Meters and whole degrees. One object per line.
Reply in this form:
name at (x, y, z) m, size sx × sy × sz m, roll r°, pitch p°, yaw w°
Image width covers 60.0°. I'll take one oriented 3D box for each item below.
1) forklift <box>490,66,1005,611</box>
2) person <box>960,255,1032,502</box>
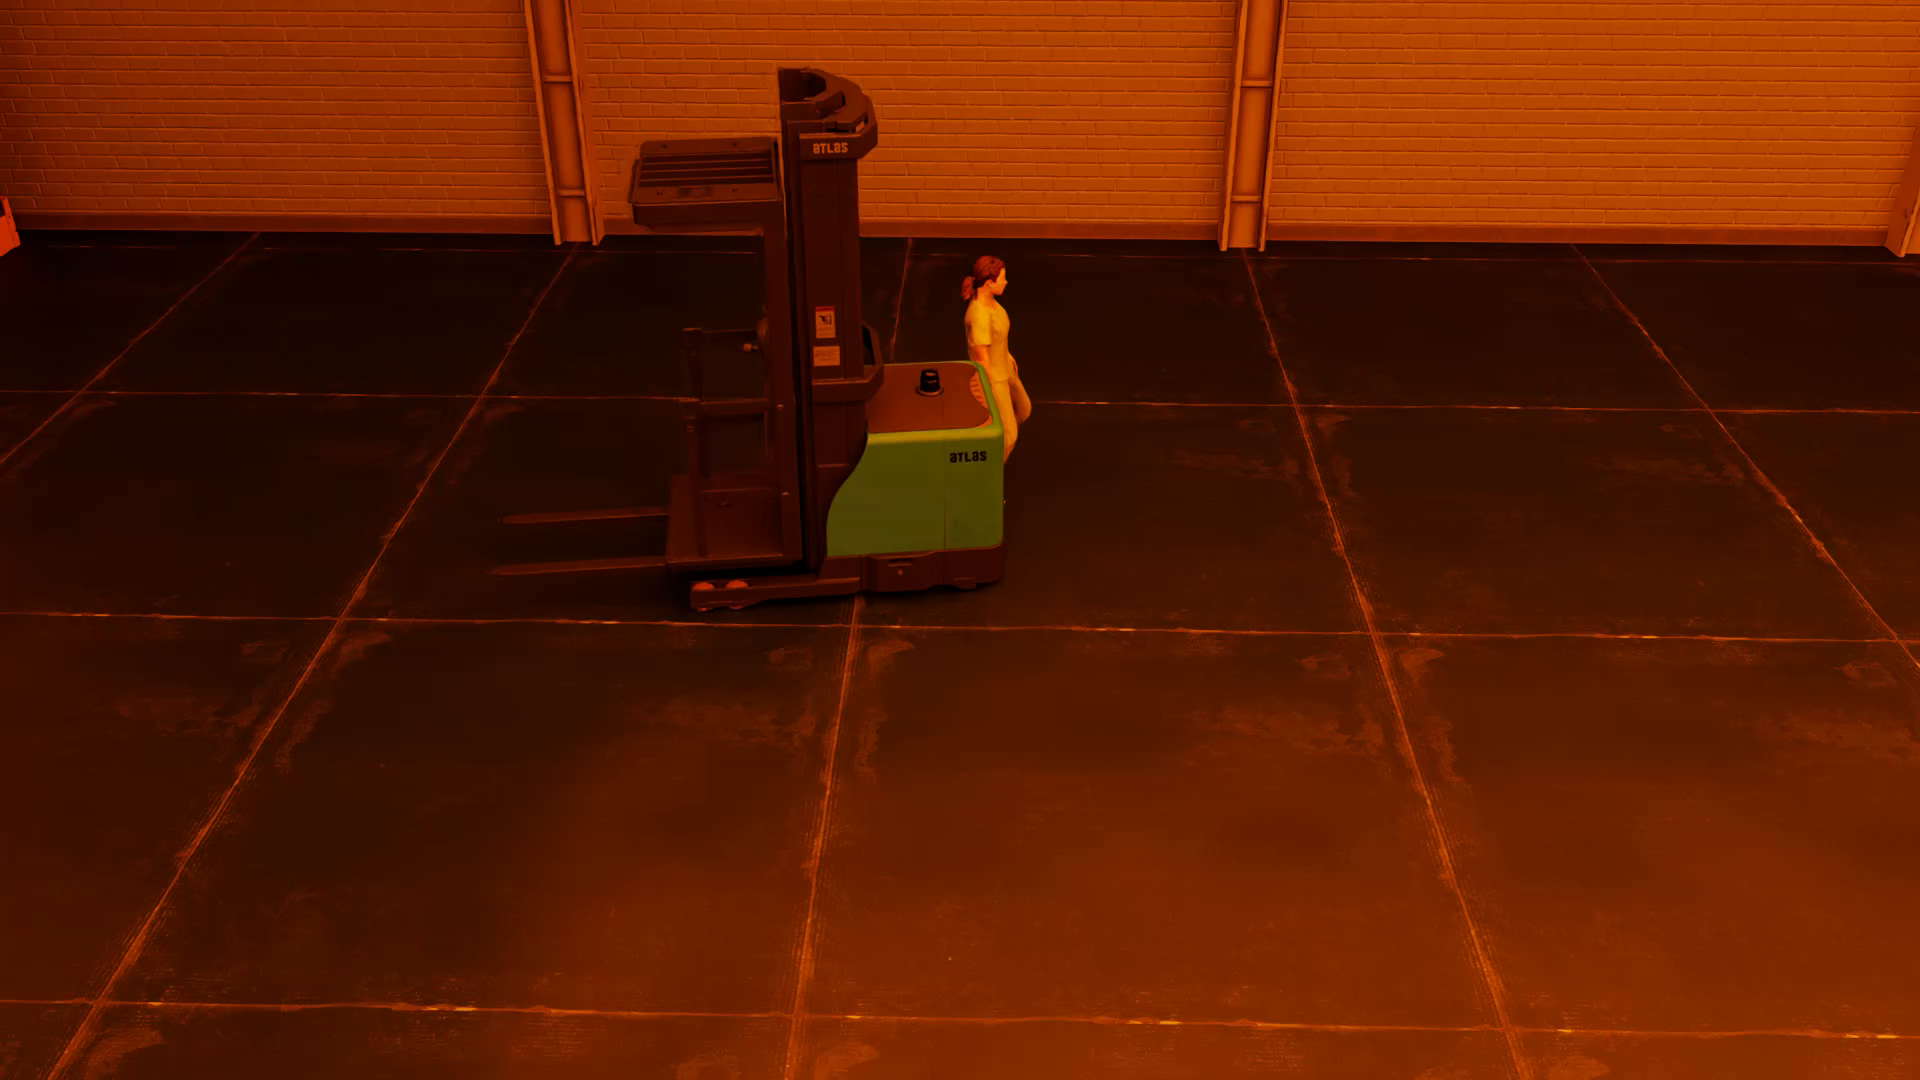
forklift at (-1.286, -1.128, 9.528) m, size 3.031 × 2.935 × 1.130 m, roll -3°, pitch 31°, yaw -6°
person at (0.206, -1.036, 10.747) m, size 0.441 × 1.639 × 0.730 m, roll 6°, pitch 31°, yaw 11°
